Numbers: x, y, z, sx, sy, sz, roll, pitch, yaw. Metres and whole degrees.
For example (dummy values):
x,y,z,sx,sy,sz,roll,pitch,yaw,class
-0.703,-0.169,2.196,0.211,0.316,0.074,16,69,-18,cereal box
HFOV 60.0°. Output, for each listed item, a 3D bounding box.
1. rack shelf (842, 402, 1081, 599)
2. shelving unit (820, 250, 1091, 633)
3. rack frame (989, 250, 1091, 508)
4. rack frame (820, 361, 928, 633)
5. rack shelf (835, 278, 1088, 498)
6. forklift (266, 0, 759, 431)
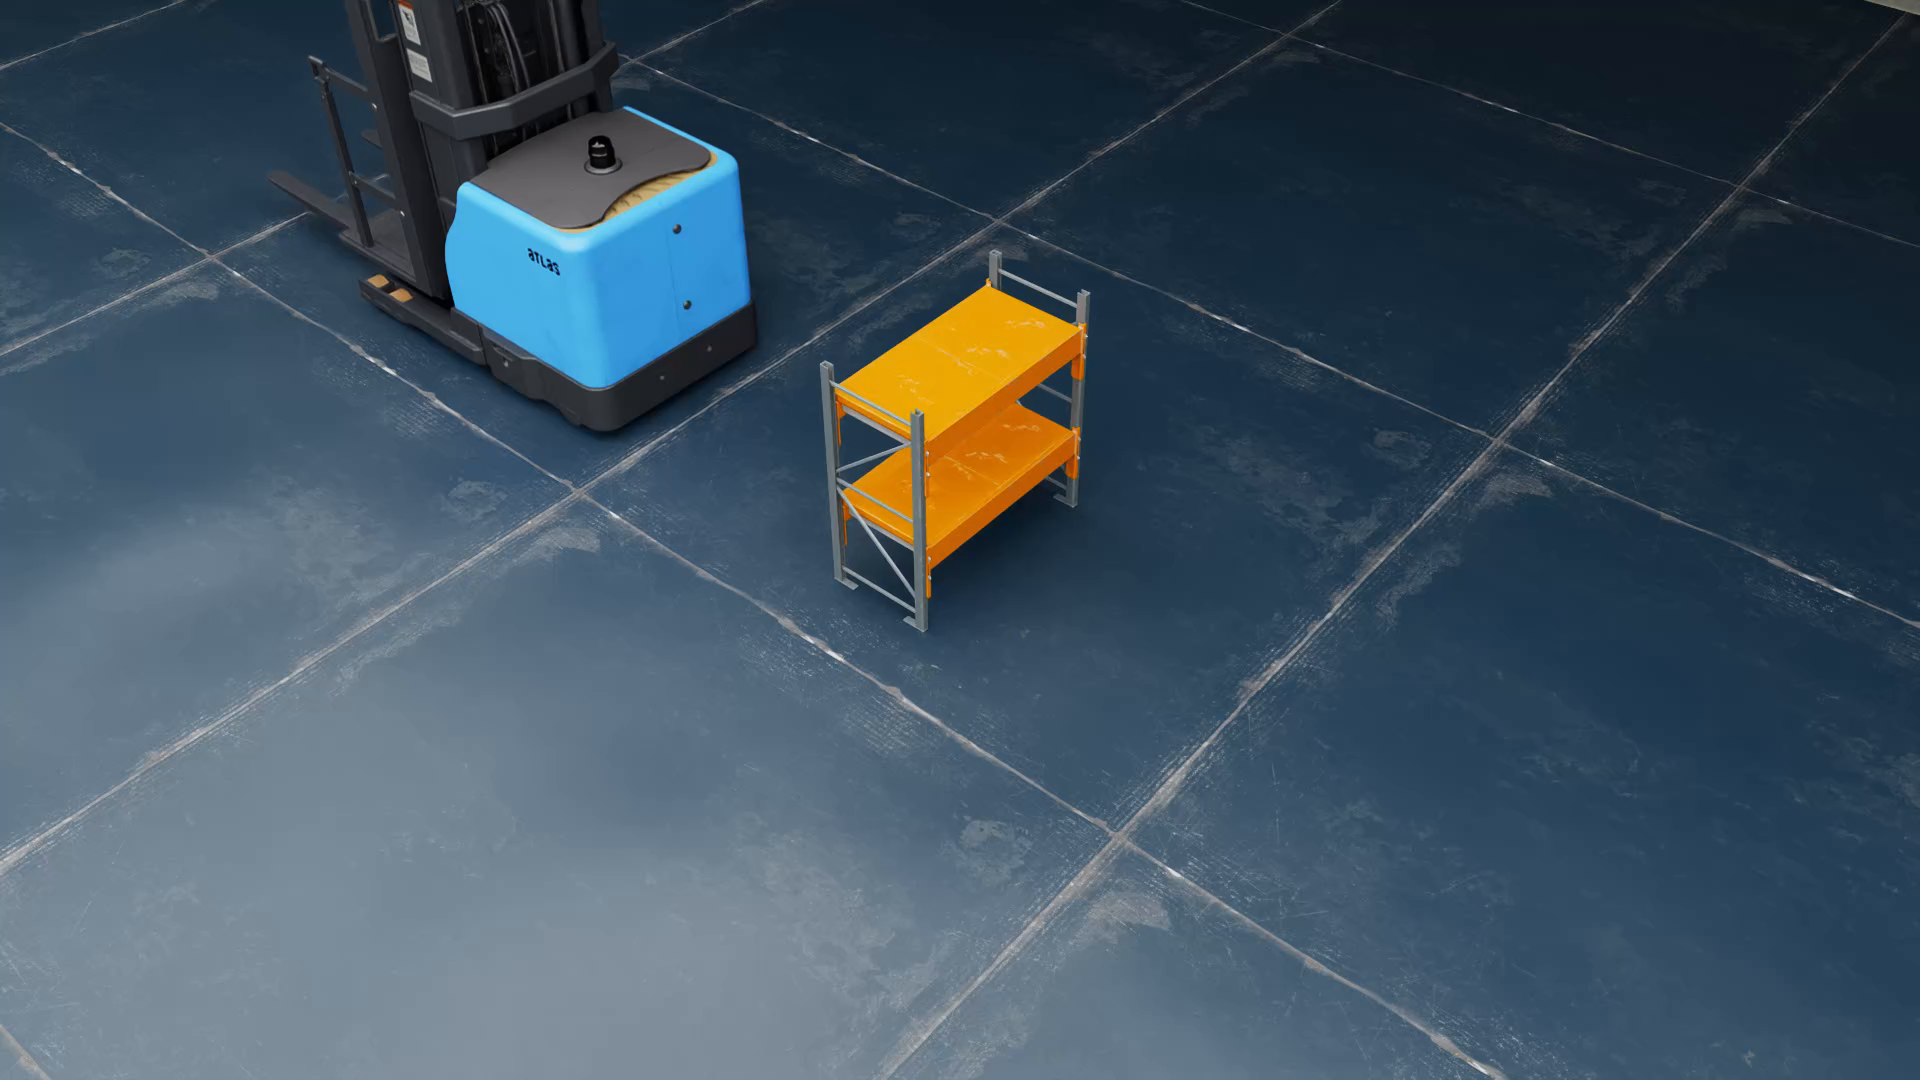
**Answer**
x,y,z,sx,sy,sz,roll,pitch,yaw,class
-0.004,-0.232,7.032,0.538,0.278,1.000,29,50,28,rack shelf
-0.004,-0.413,6.868,0.538,1.125,1.048,29,50,28,shelving unit
0.323,-0.674,7.156,0.500,1.125,0.032,29,50,28,rack frame
-0.332,-0.151,6.580,0.500,1.125,0.032,29,50,28,rack frame
-0.004,-0.629,6.671,0.538,0.278,1.000,29,50,28,rack shelf
-2.445,-2.435,7.749,3.031,2.935,1.130,30,50,29,forklift
